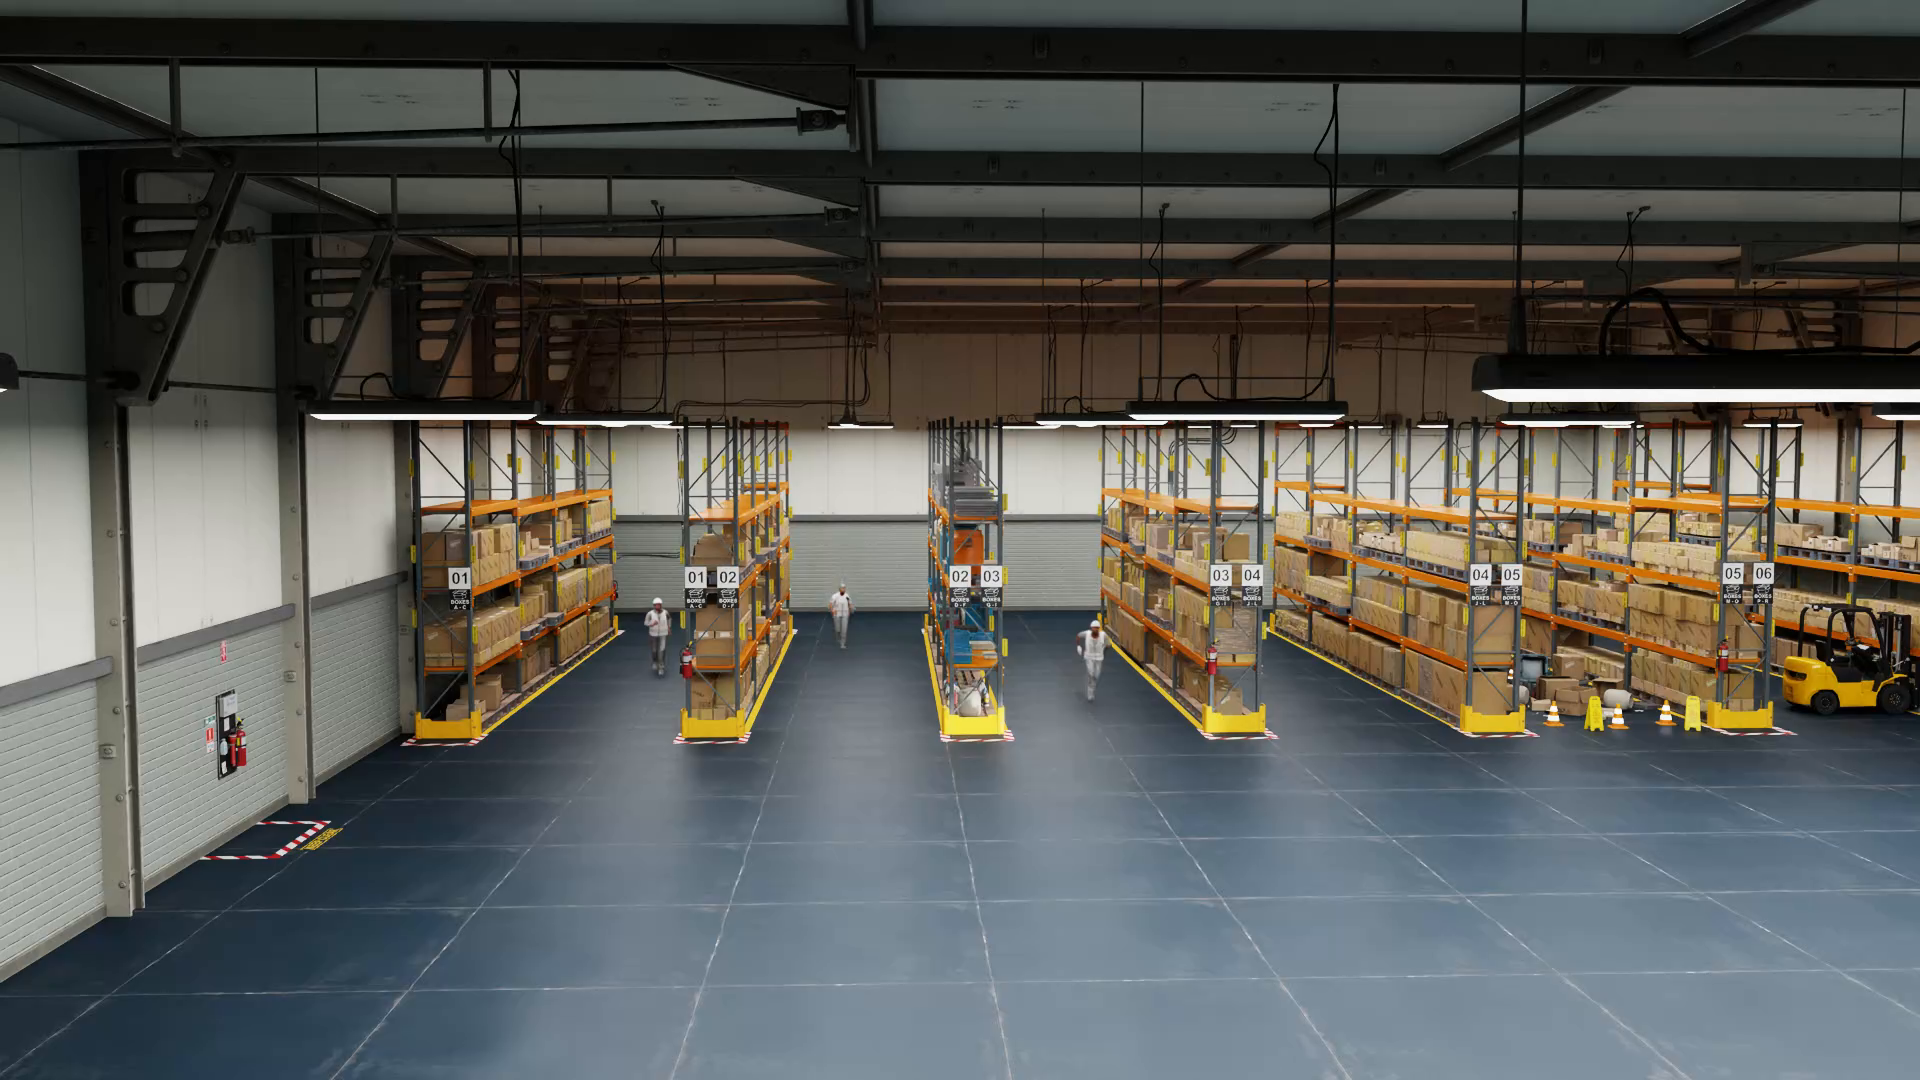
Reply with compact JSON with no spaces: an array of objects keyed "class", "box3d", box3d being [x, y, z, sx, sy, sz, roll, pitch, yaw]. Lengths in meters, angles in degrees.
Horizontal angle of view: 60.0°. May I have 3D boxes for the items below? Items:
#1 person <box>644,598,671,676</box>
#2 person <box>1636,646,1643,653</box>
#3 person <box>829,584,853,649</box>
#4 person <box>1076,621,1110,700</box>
[{"class":"person","box3d":[-7.124,2.250,39.226,0.644,1.783,0.948,-1,4,-13]},{"class":"person","box3d":[16.742,2.185,40.588,0.722,1.759,1.096,0,4,-3]},{"class":"person","box3d":[-3.024,1.935,42.367,0.603,1.639,0.535,-1,4,-14]},{"class":"person","box3d":[2.831,2.540,35.277,0.666,1.702,0.907,-1,4,-10]}]
